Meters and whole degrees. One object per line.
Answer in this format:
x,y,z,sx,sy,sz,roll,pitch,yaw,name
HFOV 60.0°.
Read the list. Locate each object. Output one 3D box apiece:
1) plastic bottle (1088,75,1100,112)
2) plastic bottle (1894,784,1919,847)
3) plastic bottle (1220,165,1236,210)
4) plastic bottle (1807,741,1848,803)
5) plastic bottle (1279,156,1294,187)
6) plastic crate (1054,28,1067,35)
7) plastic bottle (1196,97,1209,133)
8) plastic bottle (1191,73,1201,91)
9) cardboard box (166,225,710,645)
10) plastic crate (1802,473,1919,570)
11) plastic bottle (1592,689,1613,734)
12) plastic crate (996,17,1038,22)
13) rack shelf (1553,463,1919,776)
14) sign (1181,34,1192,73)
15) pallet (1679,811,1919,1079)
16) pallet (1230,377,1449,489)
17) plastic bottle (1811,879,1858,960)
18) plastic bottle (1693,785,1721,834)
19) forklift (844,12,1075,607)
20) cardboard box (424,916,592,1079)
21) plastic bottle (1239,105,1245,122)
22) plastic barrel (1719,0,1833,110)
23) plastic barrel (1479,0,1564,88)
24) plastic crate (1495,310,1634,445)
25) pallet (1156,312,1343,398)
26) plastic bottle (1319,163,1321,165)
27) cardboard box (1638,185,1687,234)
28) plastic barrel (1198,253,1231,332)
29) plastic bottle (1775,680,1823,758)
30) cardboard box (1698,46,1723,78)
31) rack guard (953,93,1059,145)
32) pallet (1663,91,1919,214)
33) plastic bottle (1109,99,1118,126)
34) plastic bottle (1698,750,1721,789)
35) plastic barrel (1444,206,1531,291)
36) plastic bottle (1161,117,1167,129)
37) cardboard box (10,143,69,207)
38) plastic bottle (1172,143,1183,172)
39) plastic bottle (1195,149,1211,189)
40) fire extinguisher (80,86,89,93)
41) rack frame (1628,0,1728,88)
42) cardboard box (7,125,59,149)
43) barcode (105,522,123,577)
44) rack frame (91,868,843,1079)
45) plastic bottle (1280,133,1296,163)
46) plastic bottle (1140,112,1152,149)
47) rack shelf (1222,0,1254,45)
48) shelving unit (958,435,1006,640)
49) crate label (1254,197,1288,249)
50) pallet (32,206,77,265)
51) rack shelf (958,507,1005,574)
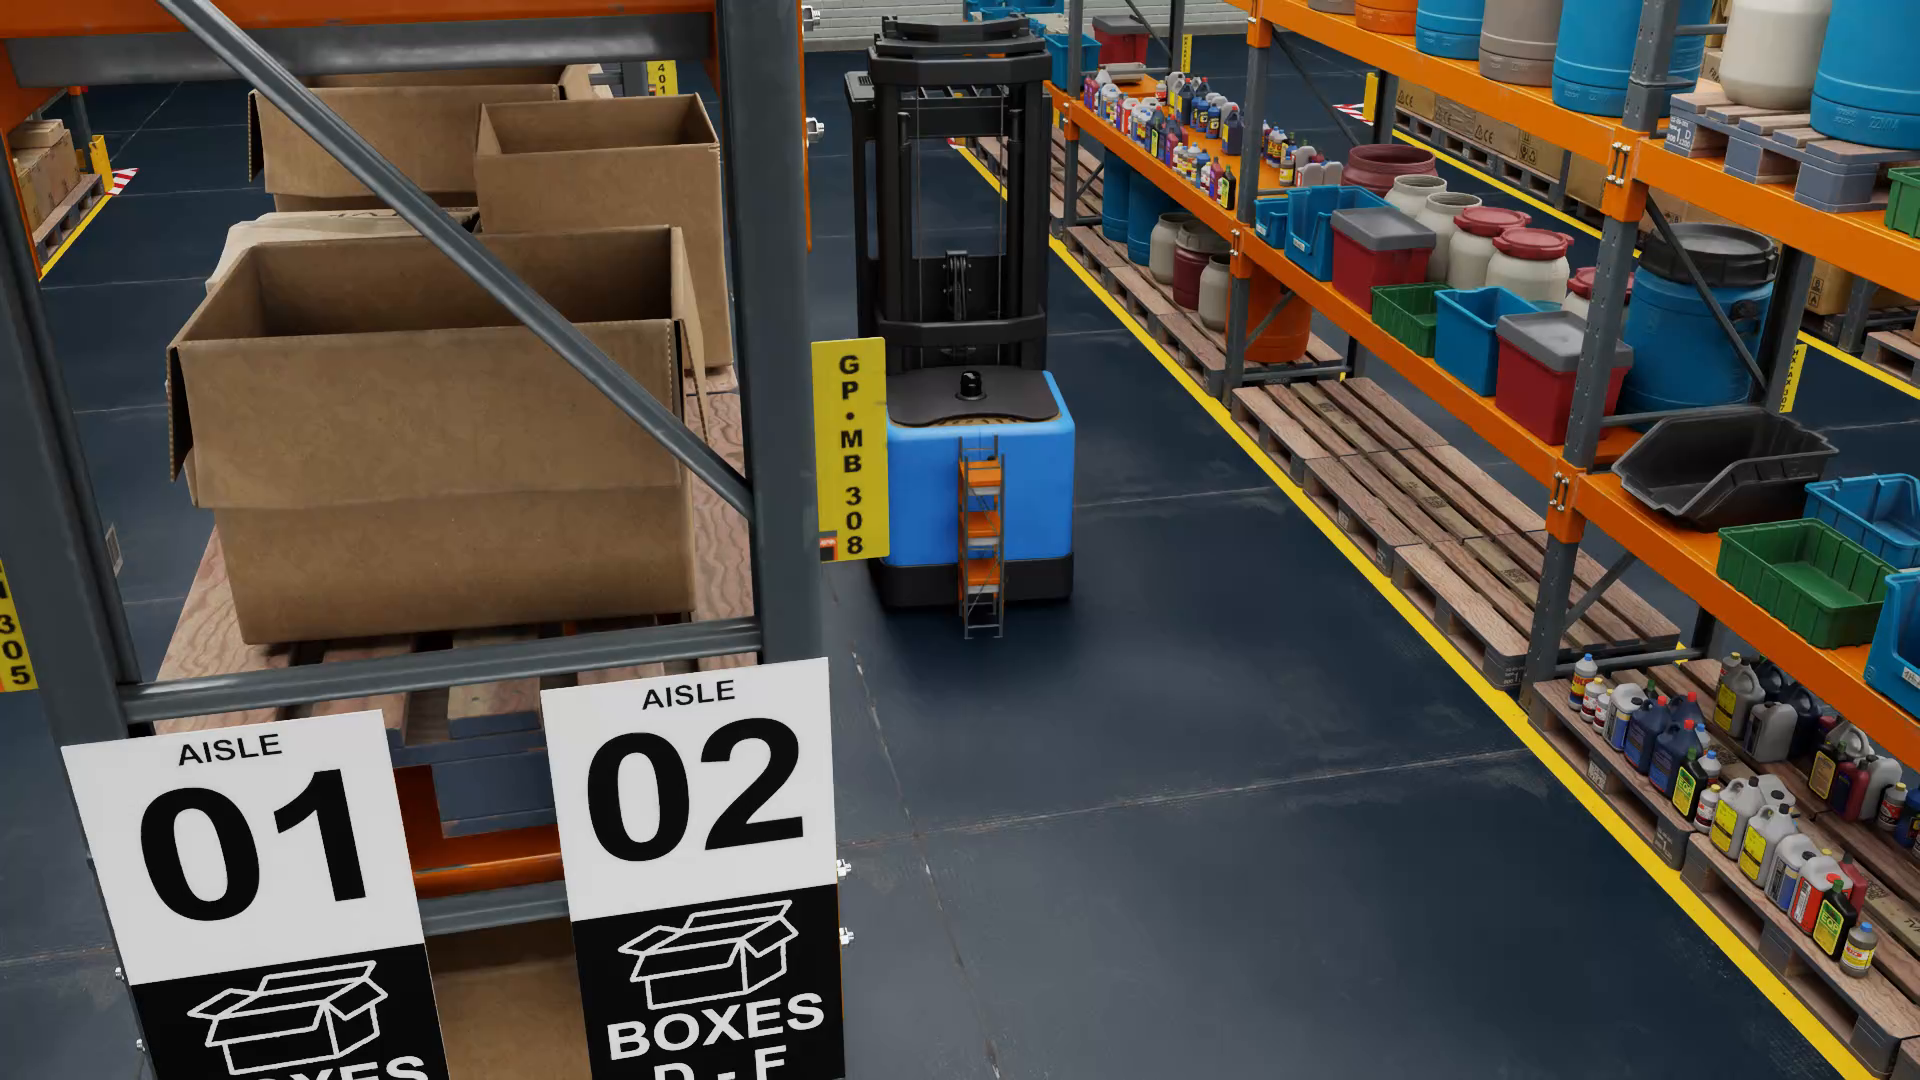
1.129,-3.755,13.990,0.061,0.283,0.133,-6,27,-12,plastic bottle
3.886,1.109,6.764,0.097,0.271,0.097,0,27,0,plastic bottle
1.826,-2.396,11.297,0.061,0.283,0.133,-6,27,-12,plastic bottle
3.682,0.960,7.046,0.061,0.283,0.133,-6,27,-12,plastic bottle
2.329,-2.630,11.852,0.097,0.201,0.097,0,27,0,plastic bottle
1.113,-5.019,16.590,0.298,0.136,0.250,-6,27,-12,plastic crate
1.944,-3.410,13.321,0.097,0.271,0.097,0,27,0,plastic bottle
1.958,-3.677,13.762,0.144,0.351,0.185,-6,27,-12,plastic bottle
-0.816,-0.188,2.729,0.797,0.503,0.637,-4,27,-8,cardboard box
3.748,-0.033,6.652,0.499,0.251,0.616,-6,27,-12,plastic crate
2.925,0.769,7.515,0.097,0.201,0.097,0,27,0,plastic bottle
0.562,-5.058,16.561,0.416,0.233,0.300,-6,27,-12,plastic crate
3.685,0.641,5.949,1.077,0.370,4.000,-6,27,-12,rack shelf
1.968,-4.248,14.531,0.100,0.325,0.005,-6,27,-12,sign
3.624,1.523,6.499,1.003,0.211,1.213,-6,27,-12,pallet
2.470,-0.725,10.952,1.003,0.211,1.213,-6,27,-12,pallet
3.251,1.403,6.167,0.061,0.283,0.133,-5,27,-10,plastic bottle
3.096,1.101,6.857,0.097,0.201,0.097,0,27,0,plastic bottle
-0.073,-1.587,9.642,1.130,2.935,3.031,-3,27,-6,forklift
-0.795,0.846,3.193,0.700,0.500,0.500,-6,27,-11,cardboard box
2.206,-3.194,12.804,0.144,0.351,0.185,-6,27,-12,plastic bottle
3.140,-1.925,6.316,0.421,0.512,0.421,0,27,0,plastic barrel
2.761,-2.609,7.705,0.600,0.901,0.600,0,27,0,plastic barrel
2.827,-0.768,7.871,0.402,0.464,0.583,-6,27,-12,plastic crate
2.115,-1.411,12.311,1.003,0.211,1.213,-6,27,-12,pallet
2.529,-2.544,11.682,0.097,0.201,0.097,0,27,0,plastic bottle
6.623,-3.141,14.535,1.225,0.875,0.875,-7,28,-13,cardboard box
1.992,-1.842,12.366,0.421,0.512,0.421,0,27,0,plastic barrel
3.704,0.766,7.355,0.144,0.351,0.185,-7,28,-14,plastic bottle
6.344,-3.950,14.135,0.500,0.500,0.500,-7,28,-13,cardboard box
0.512,-4.719,18.545,1.175,0.500,0.348,-6,27,-12,rack guard
3.492,-1.506,6.285,1.213,0.211,1.003,-6,27,-12,pallet
1.269,-3.482,13.540,0.097,0.201,0.097,0,27,0,plastic bottle
3.124,1.004,6.972,0.097,0.271,0.097,0,27,0,plastic bottle
2.970,-1.573,9.386,0.433,0.535,0.433,0,27,0,plastic barrel
1.556,-3.044,12.581,0.061,0.283,0.133,-6,27,-12,plastic bottle
-8.754,-3.374,15.415,0.700,0.500,0.500,-6,27,-12,cardboard box
1.612,-2.812,12.213,0.097,0.201,0.097,0,27,0,plastic bottle
1.722,-2.630,11.774,0.097,0.271,0.097,0,27,0,plastic bottle
-8.706,-4.732,16.296,0.296,0.674,0.183,-6,27,-12,fire extinguisher
3.235,-3.236,6.174,1.000,3.000,0.127,-6,27,-12,rack frame
-8.602,-3.734,15.407,0.380,0.149,0.250,-5,27,-10,cardboard box
-1.229,0.018,2.412,0.001,0.075,0.075,-6,27,-12,barcode
-0.691,1.700,3.054,1.000,3.000,0.127,-6,27,-12,rack frame
2.408,-2.852,12.202,0.061,0.283,0.133,-6,27,-12,plastic bottle
1.447,-3.166,12.836,0.097,0.271,0.097,0,27,0,plastic bottle
1.882,-4.210,12.231,1.077,0.370,4.000,-6,27,-12,rack shelf
0.109,-0.008,8.601,0.215,1.050,0.252,-3,27,-6,shelving unit
2.063,-2.016,10.601,0.303,0.233,0.416,-6,27,-12,crate label
-8.594,-2.697,14.860,1.003,0.211,1.213,-6,27,-12,pallet
0.109,0.001,8.605,0.215,0.259,0.240,-3,27,-6,rack shelf
